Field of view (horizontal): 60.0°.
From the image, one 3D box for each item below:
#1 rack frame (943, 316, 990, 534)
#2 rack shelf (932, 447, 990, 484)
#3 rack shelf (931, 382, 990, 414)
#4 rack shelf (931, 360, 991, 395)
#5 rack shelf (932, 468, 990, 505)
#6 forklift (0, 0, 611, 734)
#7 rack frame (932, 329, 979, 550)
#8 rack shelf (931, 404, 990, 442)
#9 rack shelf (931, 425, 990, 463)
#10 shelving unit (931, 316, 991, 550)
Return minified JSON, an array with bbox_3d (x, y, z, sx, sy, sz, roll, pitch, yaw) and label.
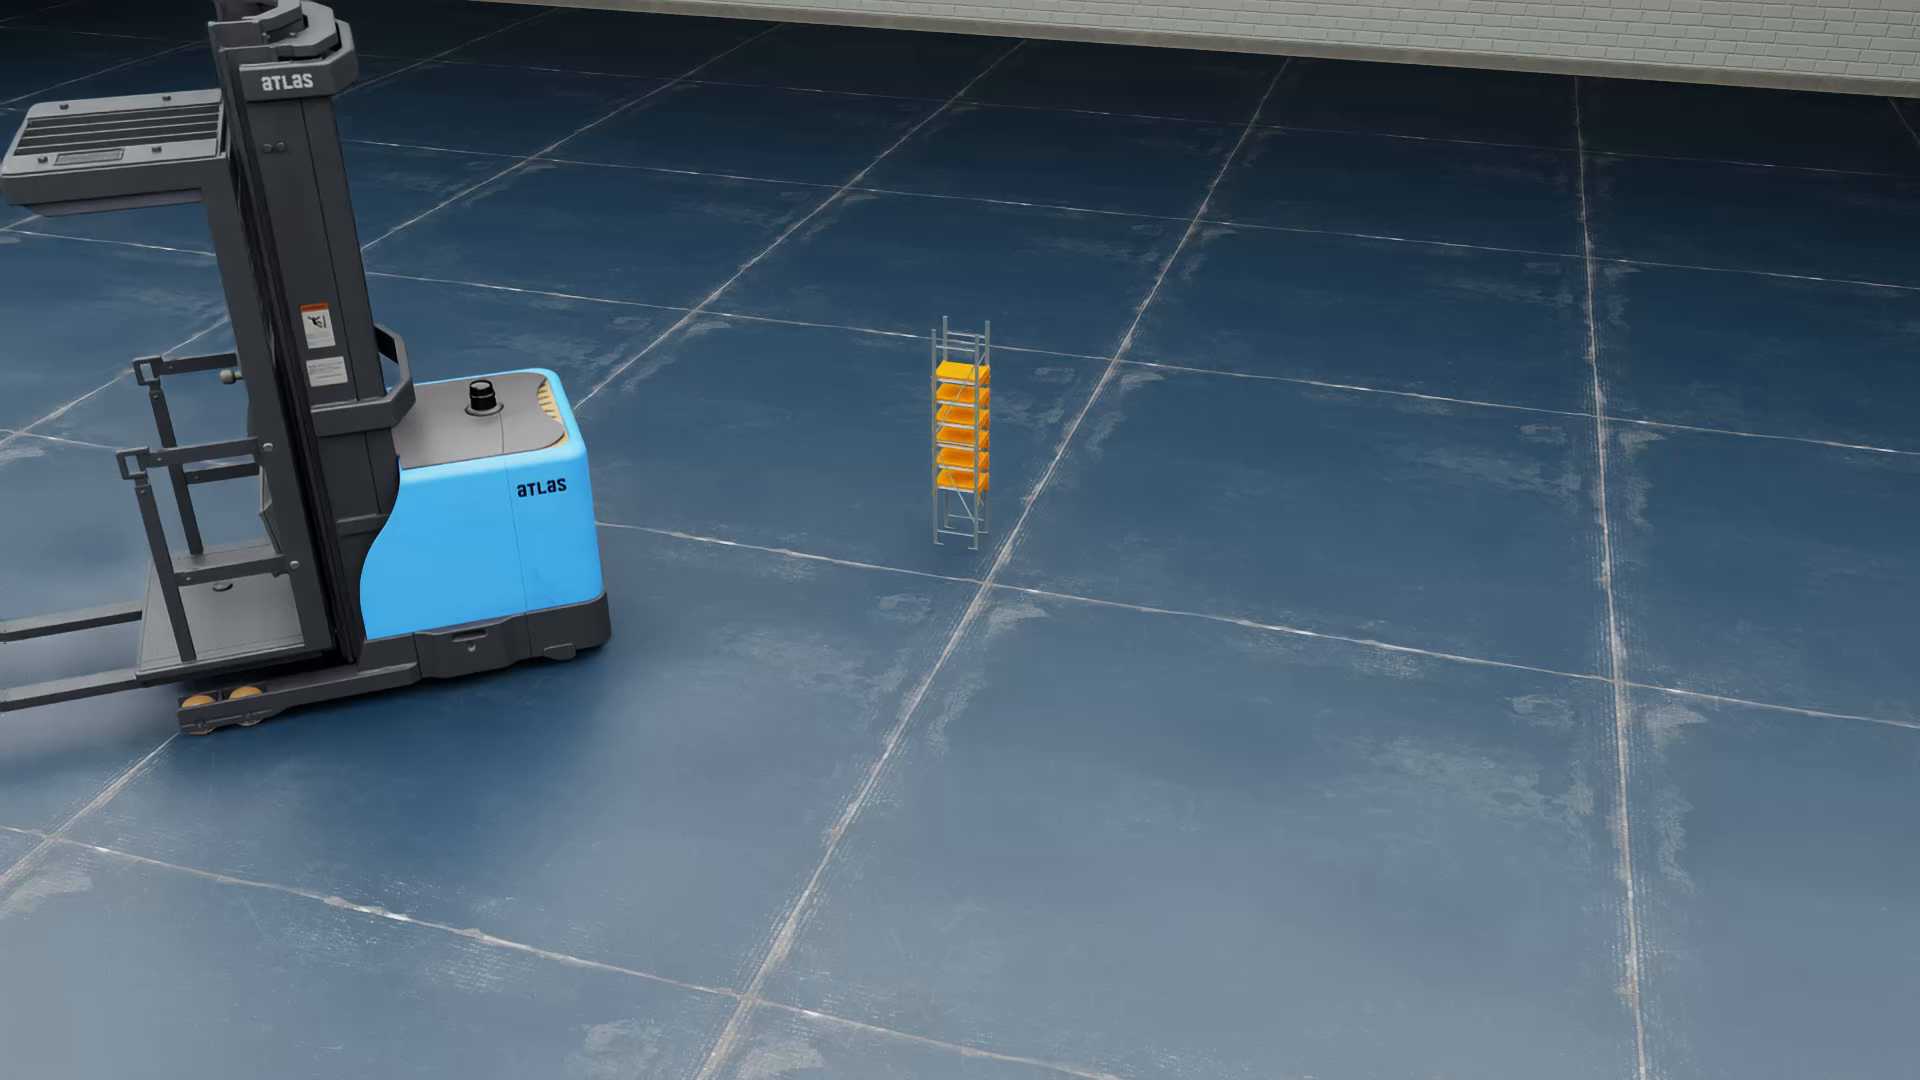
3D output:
[{"bbox_3d":[0.031,-0.574,8.547,0.240,1.200,0.006,8,30,15],"label":"rack frame"},{"bbox_3d":[0.004,-0.387,8.550,0.258,0.103,0.180,8,30,15],"label":"rack shelf"},{"bbox_3d":[0.004,-0.702,8.375,0.258,0.103,0.180,8,30,15],"label":"rack shelf"},{"bbox_3d":[0.004,-0.807,8.317,0.258,0.103,0.180,8,30,15],"label":"rack shelf"},{"bbox_3d":[0.004,-0.282,8.609,0.258,0.103,0.180,8,30,15],"label":"rack shelf"},{"bbox_3d":[-3.209,-0.727,7.041,3.031,2.935,1.130,-10,31,-17],"label":"forklift"},{"bbox_3d":[-0.023,-0.489,8.394,0.240,1.200,0.006,8,30,15],"label":"rack frame"},{"bbox_3d":[0.004,-0.597,8.434,0.258,0.103,0.180,8,30,15],"label":"rack shelf"},{"bbox_3d":[0.004,-0.492,8.492,0.258,0.103,0.180,8,30,15],"label":"rack shelf"},{"bbox_3d":[0.004,-0.531,8.470,0.258,1.200,0.189,8,30,15],"label":"shelving unit"}]
